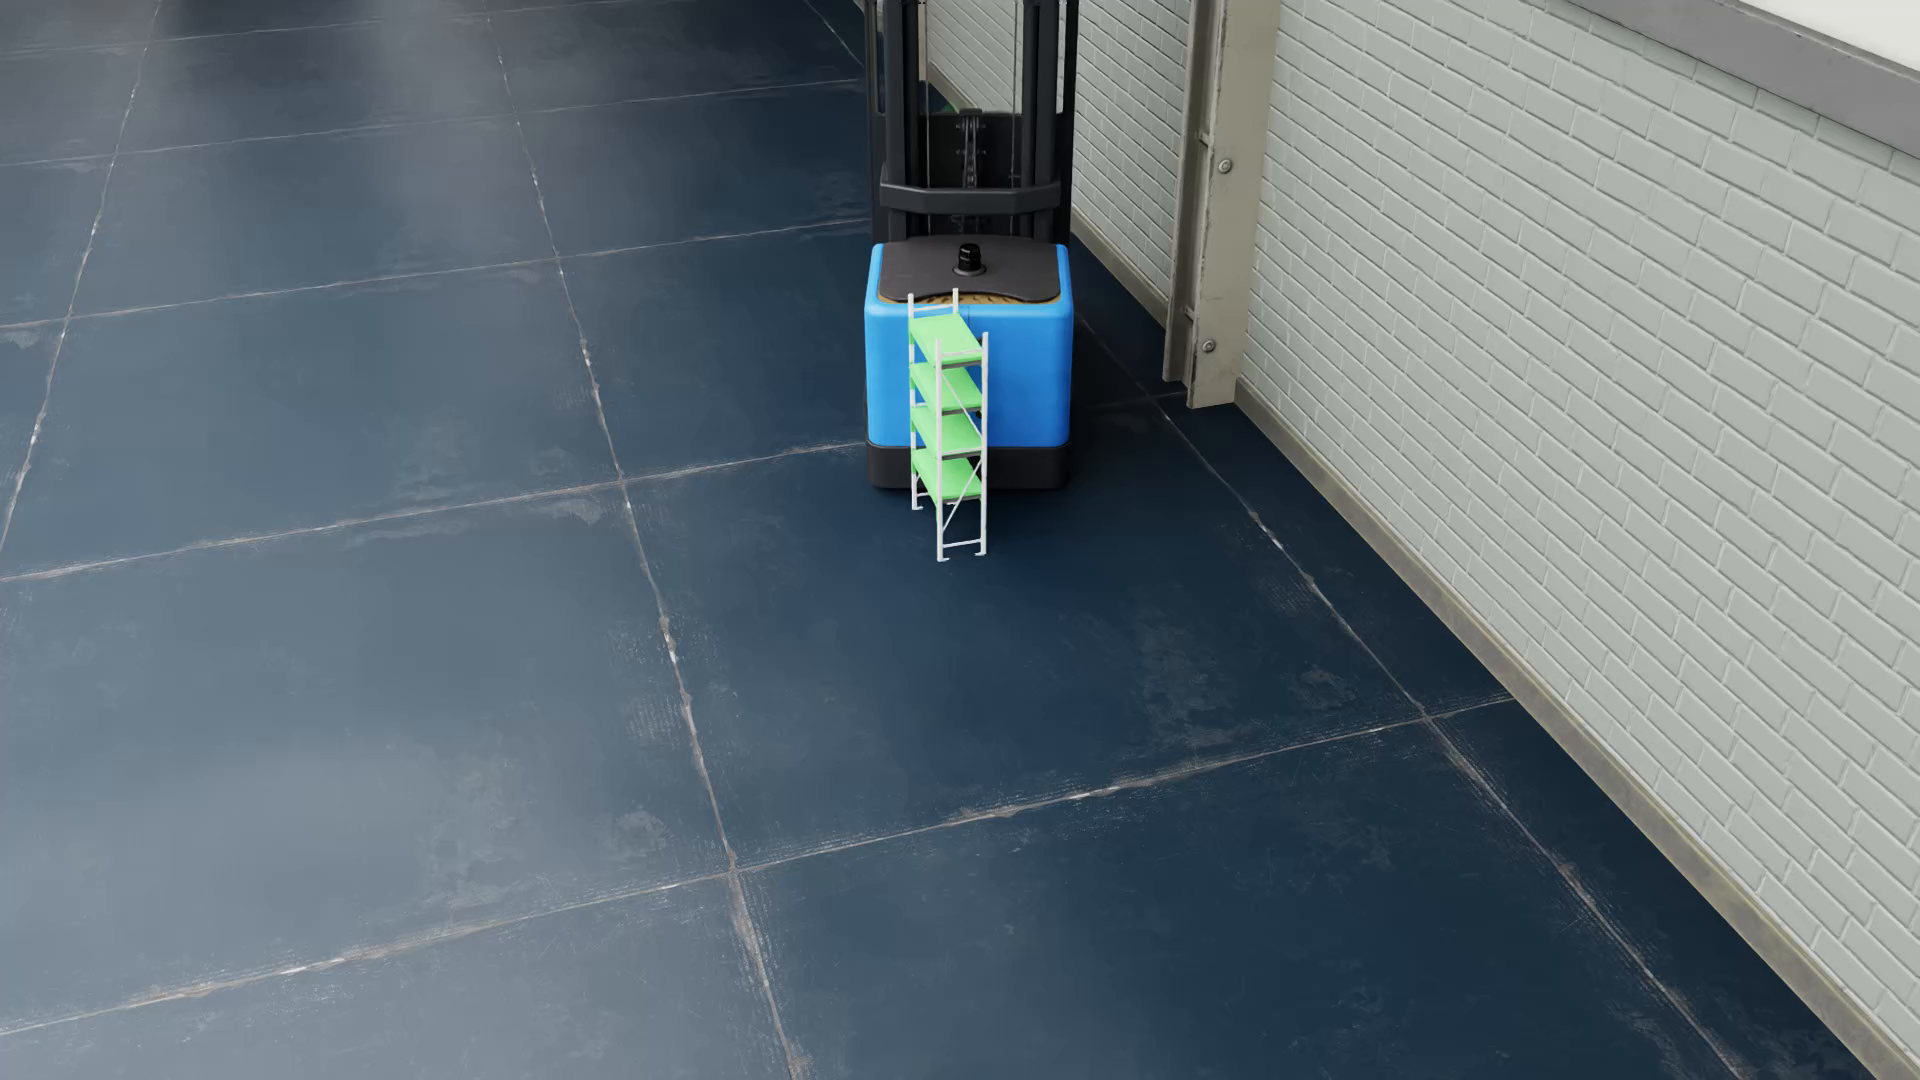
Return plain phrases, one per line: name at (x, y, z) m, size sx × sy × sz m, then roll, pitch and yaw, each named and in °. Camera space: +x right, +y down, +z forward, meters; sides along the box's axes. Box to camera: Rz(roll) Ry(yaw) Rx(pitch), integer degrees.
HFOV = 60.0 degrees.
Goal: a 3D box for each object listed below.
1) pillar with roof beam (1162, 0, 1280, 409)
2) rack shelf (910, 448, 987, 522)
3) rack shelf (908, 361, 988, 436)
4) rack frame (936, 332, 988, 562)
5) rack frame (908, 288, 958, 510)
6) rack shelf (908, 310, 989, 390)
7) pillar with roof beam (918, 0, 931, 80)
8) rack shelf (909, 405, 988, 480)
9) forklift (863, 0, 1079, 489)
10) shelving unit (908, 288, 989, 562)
pillar with roof beam at (-2.718, -3.898, 5.987) m, size 9.100 × 9.000 × 0.400 m, roll -10°, pitch 35°, yaw -15°
rack shelf at (-0.059, -0.290, 8.152) m, size 0.258 × 0.148 × 0.480 m, roll -9°, pitch 35°, yaw -13°
rack shelf at (-0.059, -0.691, 7.888) m, size 0.258 × 0.148 × 0.480 m, roll -9°, pitch 35°, yaw -13°
rack frame at (0.009, -0.415, 7.789) m, size 0.240 × 1.200 × 0.015 m, roll -9°, pitch 35°, yaw -13°
rack frame at (-0.127, -0.673, 8.180) m, size 0.240 × 1.200 × 0.015 m, roll -9°, pitch 35°, yaw -13°
rack shelf at (-0.059, -0.891, 7.755) m, size 0.258 × 0.148 × 0.480 m, roll -9°, pitch 35°, yaw -13°
pillar with roof beam at (-4.548, -7.049, 10.754) m, size 9.100 × 9.000 × 0.400 m, roll -10°, pitch 35°, yaw -15°
rack shelf at (-0.059, -0.491, 8.020) m, size 0.258 × 0.148 × 0.480 m, roll -9°, pitch 35°, yaw -13°
forklift at (0.060, -2.262, 9.015) m, size 1.130 × 2.935 × 3.031 m, roll 0°, pitch 33°, yaw 1°
shelving unit at (-0.059, -0.544, 7.985) m, size 0.258 × 1.200 × 0.503 m, roll -9°, pitch 35°, yaw -13°
